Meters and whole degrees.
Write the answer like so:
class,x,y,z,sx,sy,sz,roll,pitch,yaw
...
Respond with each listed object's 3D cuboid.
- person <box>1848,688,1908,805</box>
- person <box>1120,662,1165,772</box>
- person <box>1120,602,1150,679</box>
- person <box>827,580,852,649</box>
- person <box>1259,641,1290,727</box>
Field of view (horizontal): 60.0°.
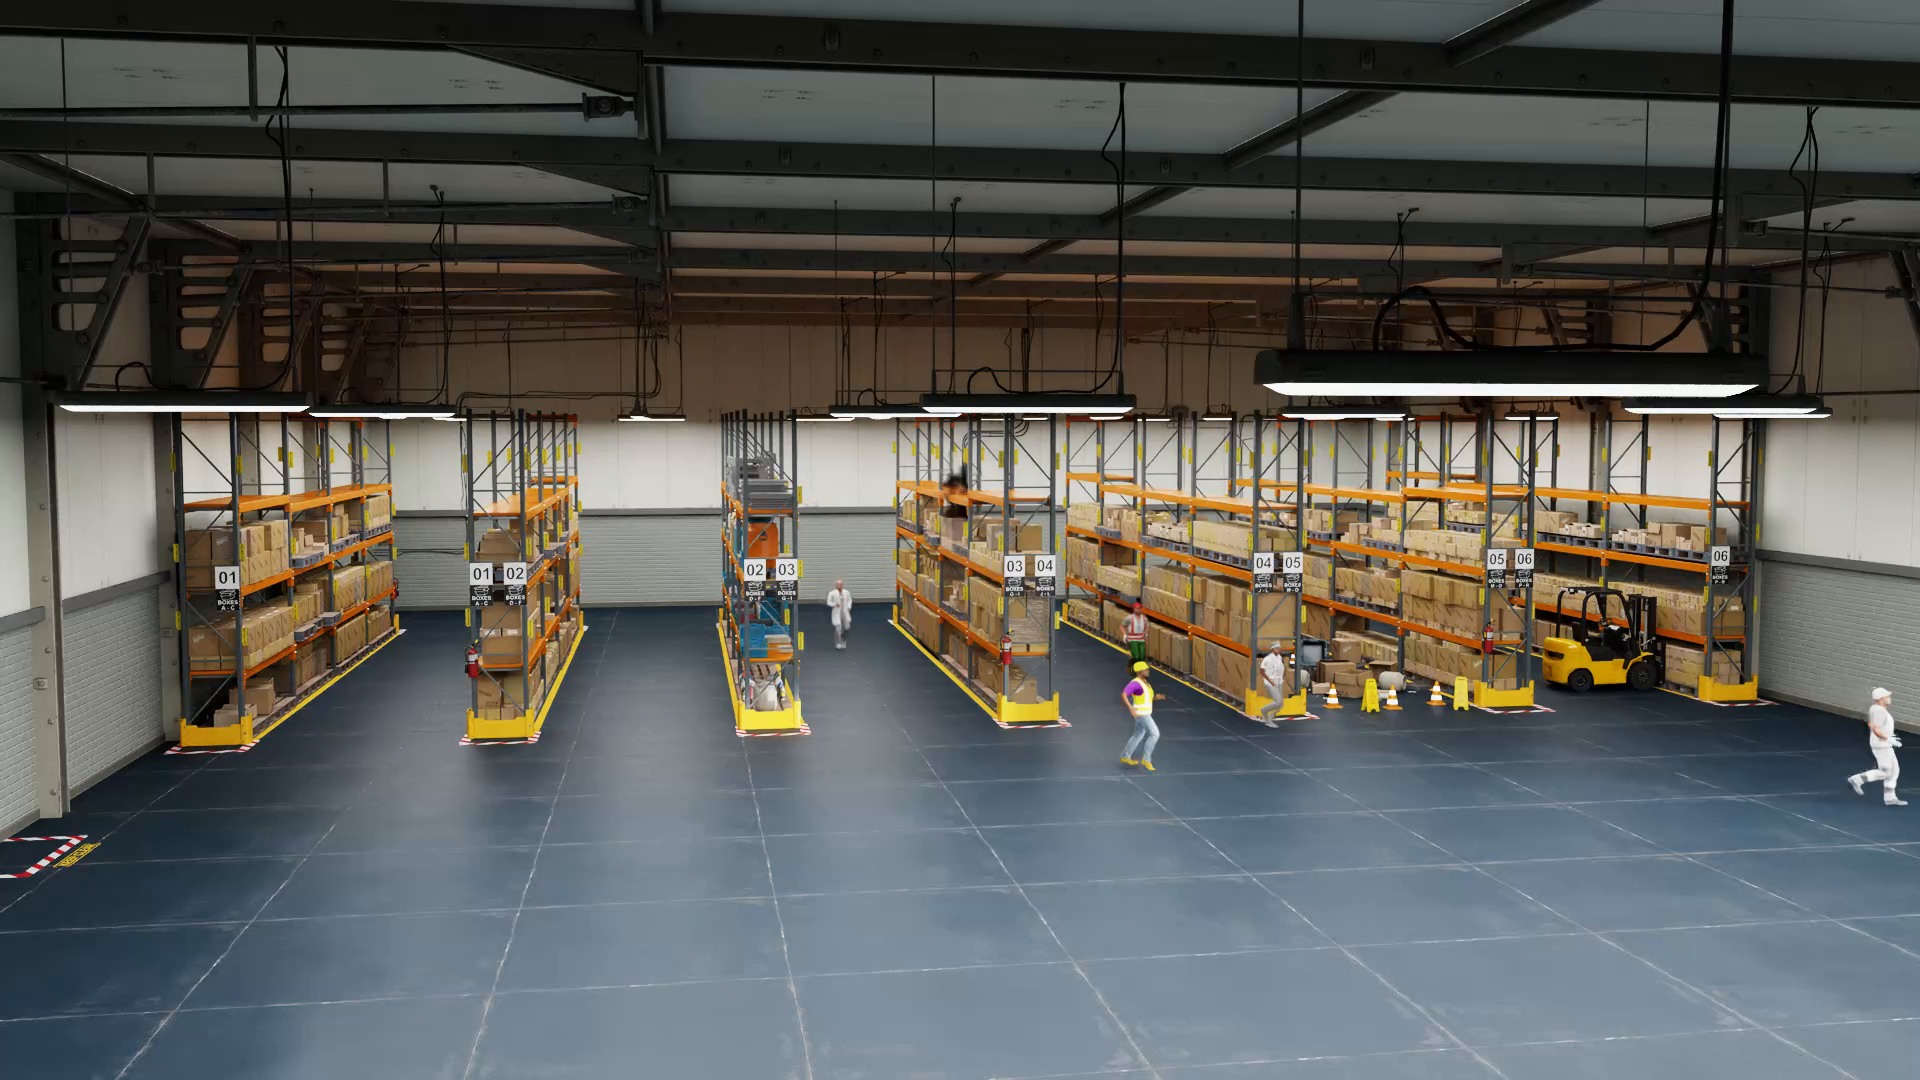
class,x,y,z,sx,sy,sz,roll,pitch,yaw
person,13.811,3.097,24.985,0.806,1.757,0.674,2,4,27
person,3.021,2.923,27.551,0.751,1.823,0.669,1,4,14
person,3.958,2.266,37.067,0.651,1.743,0.585,-1,4,-16
person,-3.010,1.907,42.162,0.694,1.763,0.673,-1,4,-20
person,5.947,2.717,31.416,0.541,1.652,0.527,-4,6,-44
